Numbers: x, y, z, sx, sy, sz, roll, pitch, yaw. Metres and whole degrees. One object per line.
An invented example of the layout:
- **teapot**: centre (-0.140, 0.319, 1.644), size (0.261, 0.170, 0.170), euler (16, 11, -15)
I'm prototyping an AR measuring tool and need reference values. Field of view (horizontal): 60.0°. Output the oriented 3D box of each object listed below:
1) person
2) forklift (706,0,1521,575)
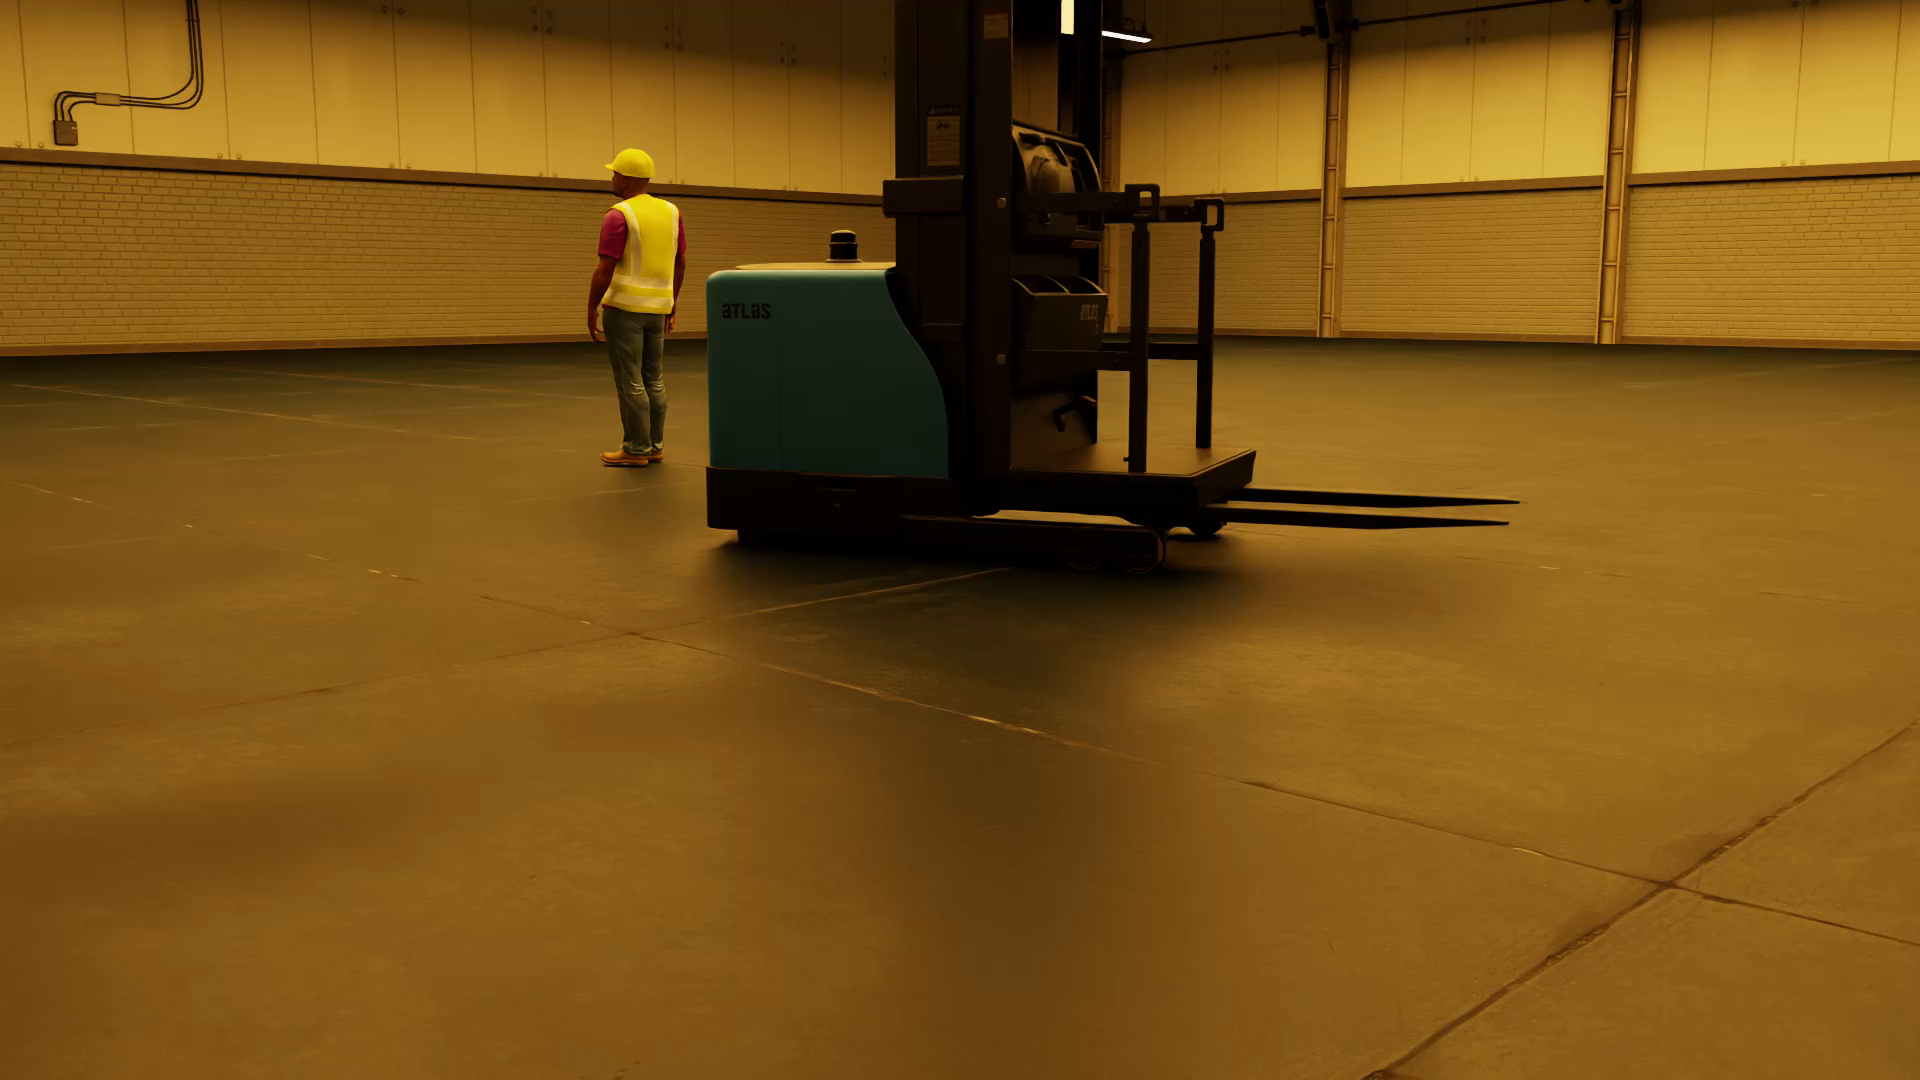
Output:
- **person**: centre (-1.892, -1.310, 9.442), size (0.574, 1.769, 0.665), euler (6, 10, 35)
- **forklift**: centre (0.565, -1.416, 6.275), size (3.031, 2.935, 1.130), euler (3, 9, 22)
